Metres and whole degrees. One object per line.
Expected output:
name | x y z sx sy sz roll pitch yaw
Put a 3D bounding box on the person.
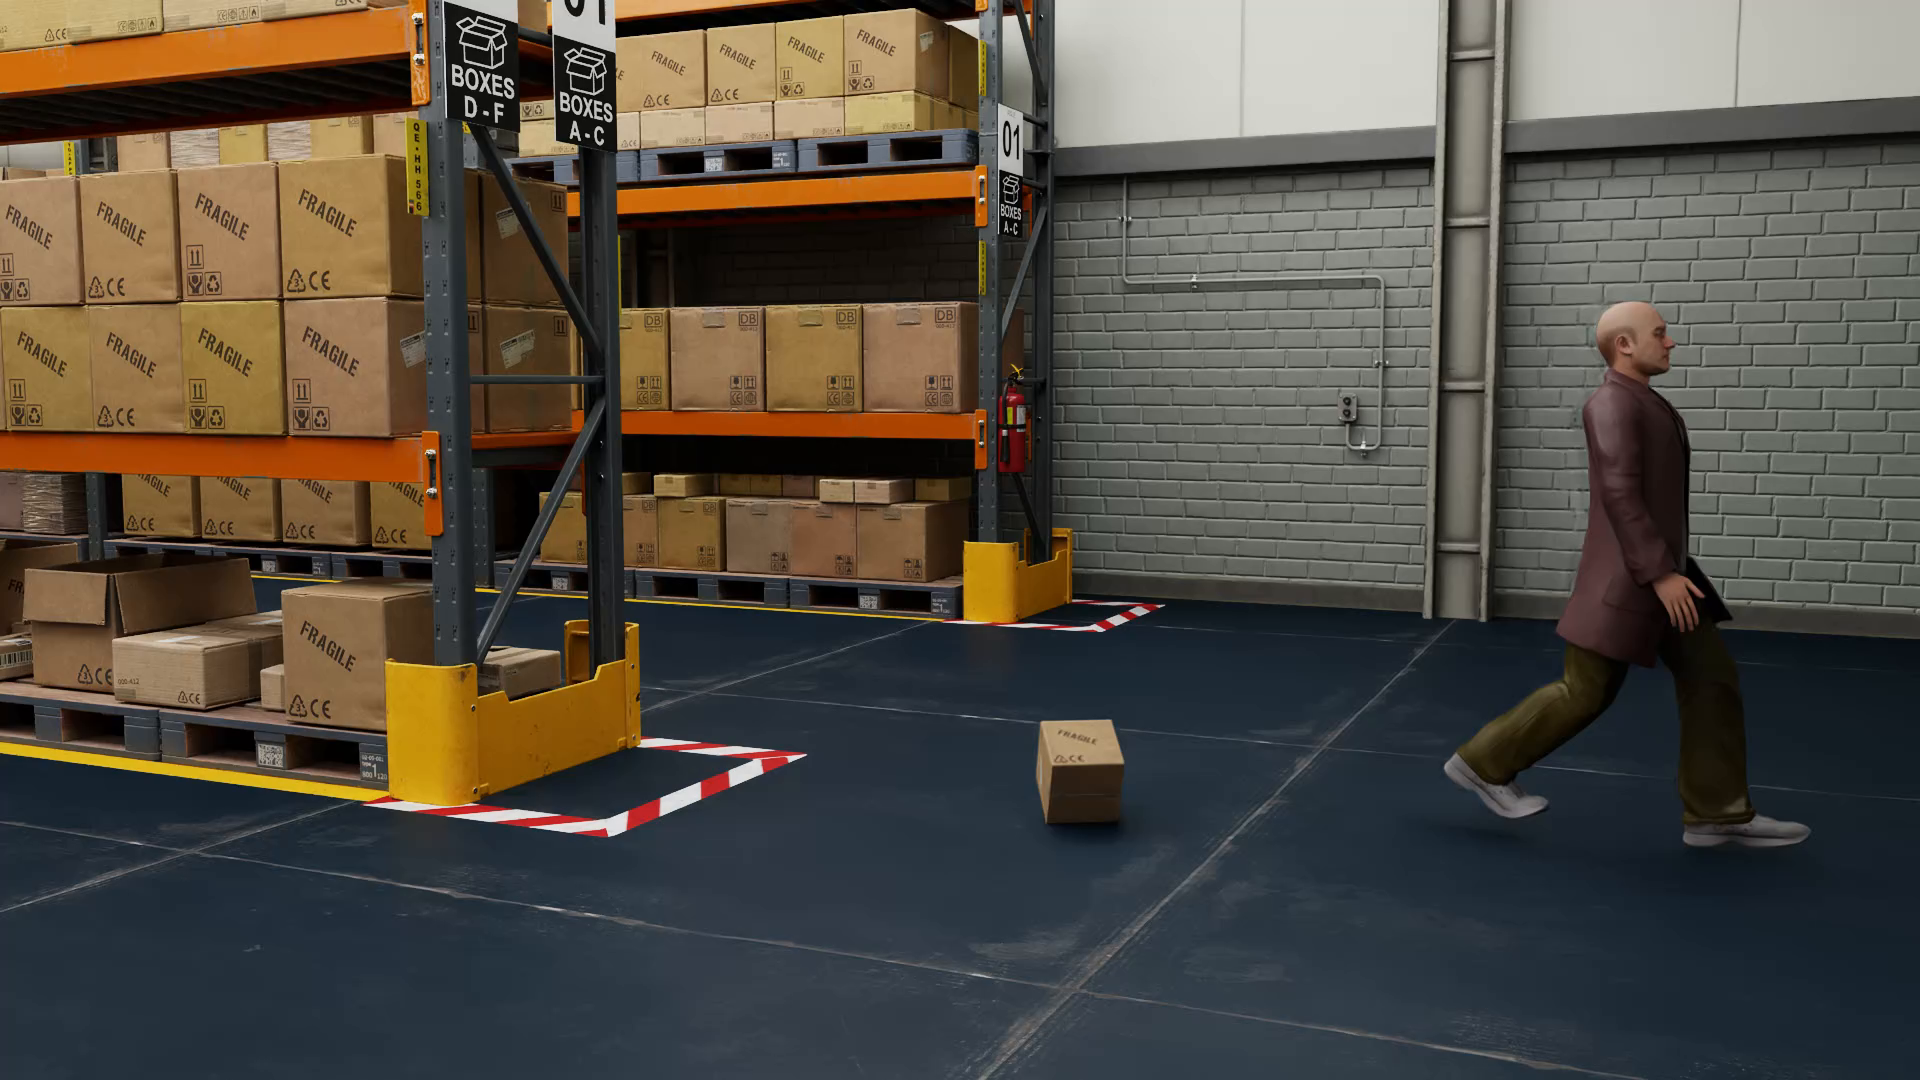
person | 2.131 0.109 5.312 1.101 1.730 0.580 4 7 35
